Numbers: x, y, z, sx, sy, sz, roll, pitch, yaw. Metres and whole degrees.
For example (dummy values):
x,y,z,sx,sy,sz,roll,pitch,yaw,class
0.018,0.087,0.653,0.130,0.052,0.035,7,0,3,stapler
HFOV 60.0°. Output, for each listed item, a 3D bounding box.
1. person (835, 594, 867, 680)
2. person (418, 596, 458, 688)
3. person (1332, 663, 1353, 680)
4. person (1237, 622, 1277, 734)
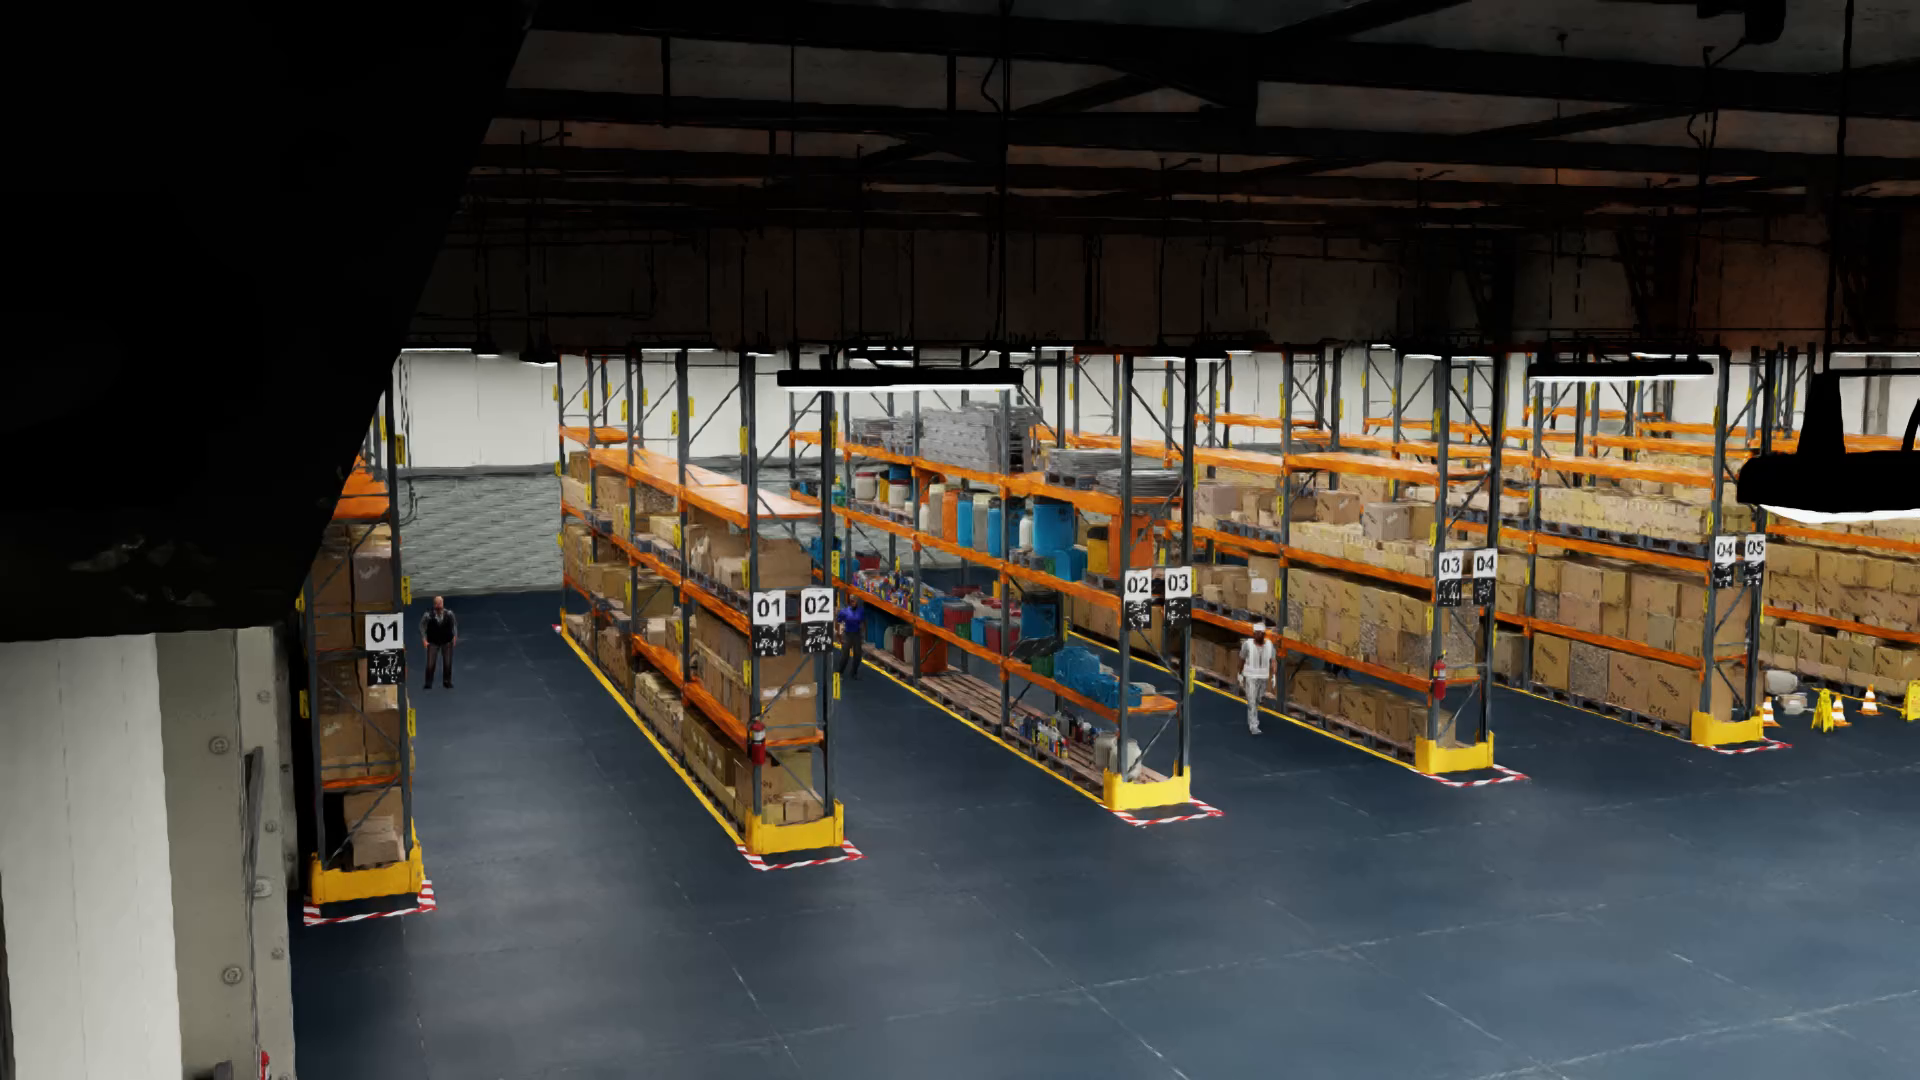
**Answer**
x,y,z,sx,sy,sz,roll,pitch,yaw,class
-1.963,1.742,29.983,0.593,1.603,0.515,-3,8,-23,person
-9.187,1.790,29.327,0.677,1.674,0.534,-3,8,-23,person
6.782,1.870,29.142,0.415,1.517,1.042,-3,8,-24,person
4.701,2.145,26.187,0.554,1.722,1.037,-2,7,-12,person
